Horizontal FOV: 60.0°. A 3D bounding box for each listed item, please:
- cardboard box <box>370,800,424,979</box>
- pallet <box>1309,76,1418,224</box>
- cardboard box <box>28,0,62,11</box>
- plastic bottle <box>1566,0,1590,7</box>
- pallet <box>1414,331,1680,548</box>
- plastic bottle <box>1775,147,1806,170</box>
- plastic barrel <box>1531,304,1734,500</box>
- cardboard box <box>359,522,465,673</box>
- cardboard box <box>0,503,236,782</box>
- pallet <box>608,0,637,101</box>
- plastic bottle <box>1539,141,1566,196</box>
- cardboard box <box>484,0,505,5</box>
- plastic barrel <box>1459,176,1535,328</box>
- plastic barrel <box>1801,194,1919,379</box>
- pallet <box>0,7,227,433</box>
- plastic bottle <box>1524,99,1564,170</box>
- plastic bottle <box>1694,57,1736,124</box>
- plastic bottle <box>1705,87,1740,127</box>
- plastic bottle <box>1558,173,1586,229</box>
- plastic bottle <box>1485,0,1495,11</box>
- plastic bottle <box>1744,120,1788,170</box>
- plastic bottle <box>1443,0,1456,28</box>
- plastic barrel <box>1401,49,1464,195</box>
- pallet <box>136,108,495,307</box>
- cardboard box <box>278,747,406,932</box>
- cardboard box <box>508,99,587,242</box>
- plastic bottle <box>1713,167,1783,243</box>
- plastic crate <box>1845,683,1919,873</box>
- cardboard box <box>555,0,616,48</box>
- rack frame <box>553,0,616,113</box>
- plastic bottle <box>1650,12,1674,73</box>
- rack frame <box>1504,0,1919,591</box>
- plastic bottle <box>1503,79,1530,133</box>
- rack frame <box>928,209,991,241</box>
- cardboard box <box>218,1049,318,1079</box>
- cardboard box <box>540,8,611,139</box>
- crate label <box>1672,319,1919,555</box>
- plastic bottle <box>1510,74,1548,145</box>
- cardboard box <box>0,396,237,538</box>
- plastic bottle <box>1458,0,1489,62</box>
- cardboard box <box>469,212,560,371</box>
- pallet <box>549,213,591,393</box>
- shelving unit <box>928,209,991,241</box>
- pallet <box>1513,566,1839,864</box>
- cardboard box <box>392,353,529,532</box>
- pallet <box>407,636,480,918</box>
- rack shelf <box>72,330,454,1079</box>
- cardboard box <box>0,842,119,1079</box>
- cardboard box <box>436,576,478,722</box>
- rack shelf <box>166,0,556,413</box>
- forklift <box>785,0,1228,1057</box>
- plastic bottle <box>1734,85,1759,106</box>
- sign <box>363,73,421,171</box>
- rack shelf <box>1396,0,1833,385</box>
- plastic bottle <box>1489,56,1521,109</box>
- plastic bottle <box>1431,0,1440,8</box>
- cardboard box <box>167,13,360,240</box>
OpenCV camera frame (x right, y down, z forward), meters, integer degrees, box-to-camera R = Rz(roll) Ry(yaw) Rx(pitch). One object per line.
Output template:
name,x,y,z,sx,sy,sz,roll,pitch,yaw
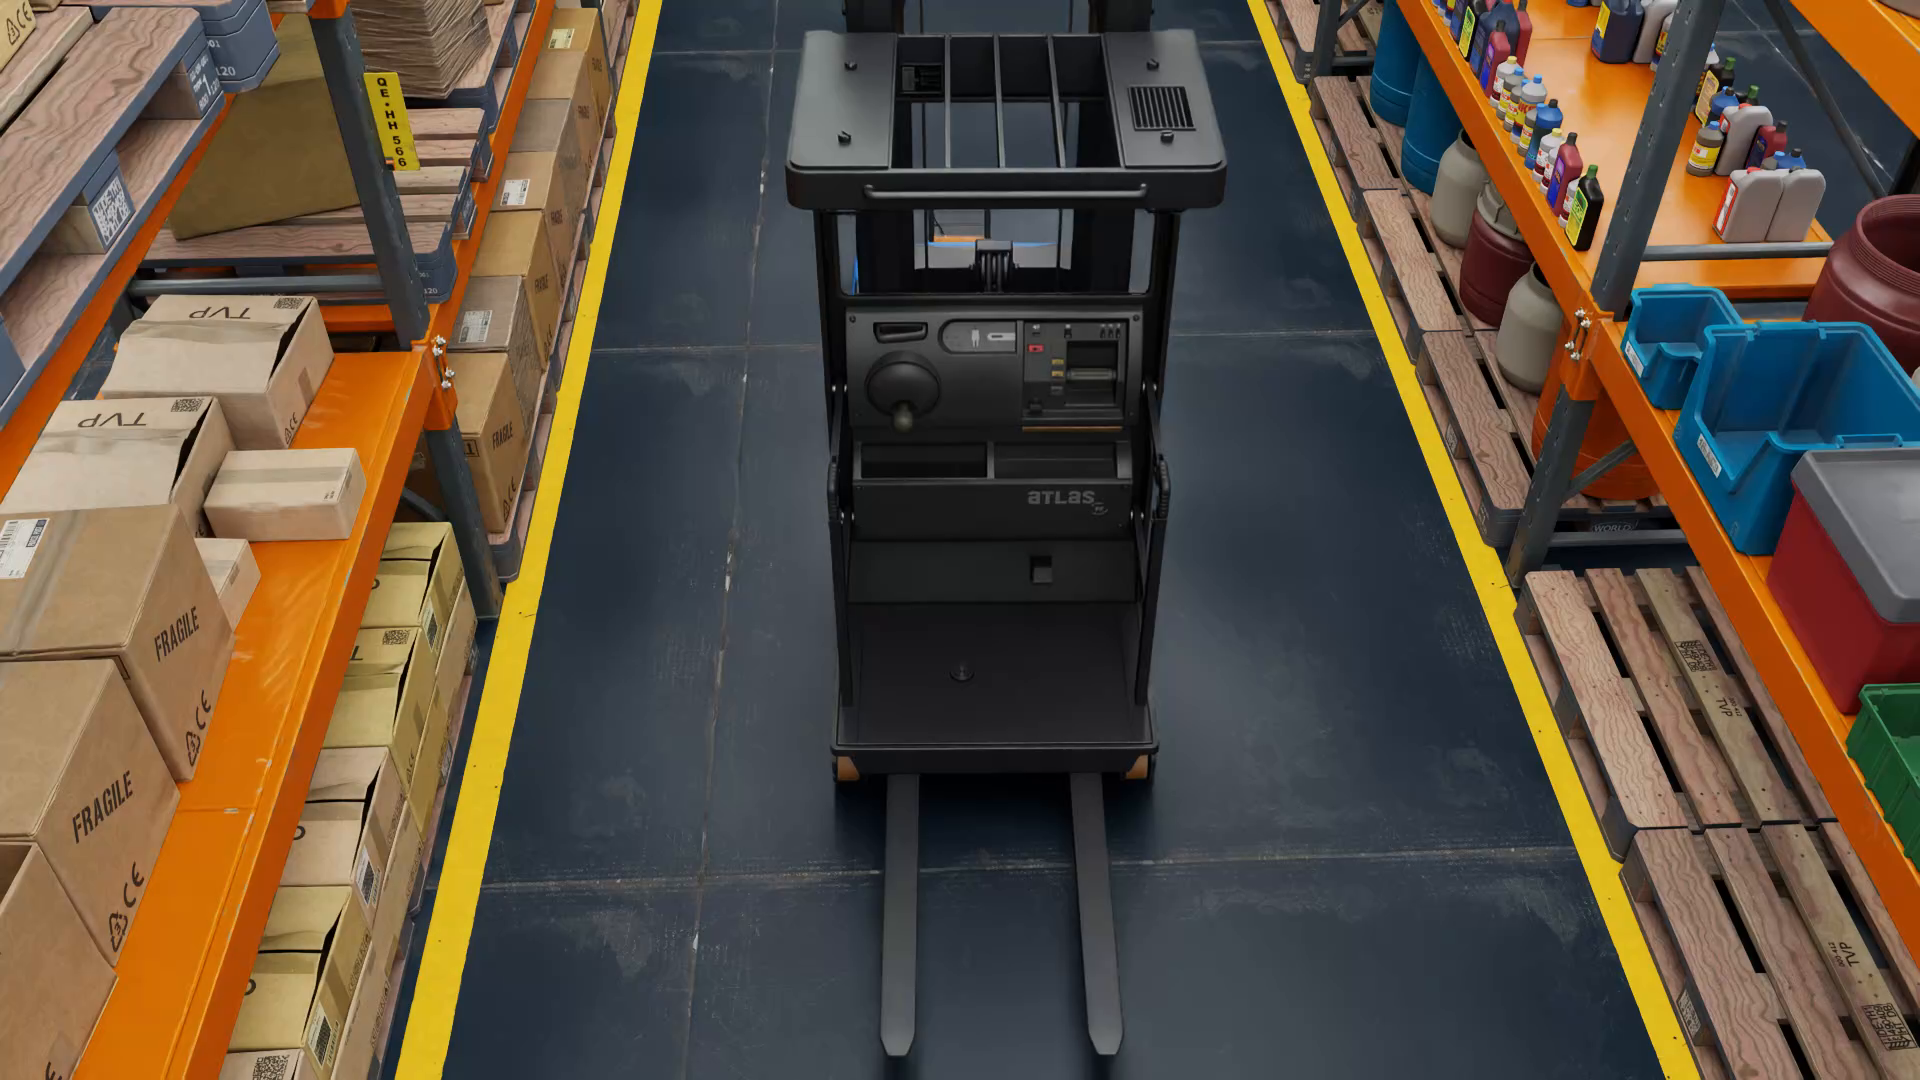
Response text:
cardboard box,-1.970,1.071,5.086,0.500,0.250,0.500,-1,43,-1
pallet,2.490,-2.114,8.900,1.003,0.211,1.213,-2,43,-2
cardboard box,-2.164,-1.371,3.606,0.500,0.250,0.500,-1,43,-1
plastic bottle,2.767,-2.509,7.363,0.097,0.271,0.097,0,43,0
pallet,2.594,-0.467,7.103,1.003,0.211,1.213,-2,43,-2
plastic bottle,2.996,-1.297,6.040,0.097,0.271,0.097,0,43,0
plastic barrel,2.631,-0.648,6.532,0.600,0.830,0.708,-2,43,-2
cardboard box,-2.012,0.175,5.649,0.500,0.311,0.500,-1,43,-1
cardboard box,-2.193,0.272,4.160,0.500,0.500,0.500,-4,43,-4
pallet,-2.478,-2.960,9.823,1.003,0.211,1.213,-2,43,-2
plastic bottle,2.229,-1.385,6.188,0.097,0.201,0.097,0,43,0
cardboard box,-2.313,-2.525,6.900,0.700,0.500,0.500,-12,44,-13
plastic barrel,2.583,-1.322,7.446,0.600,0.588,0.708,-2,43,-2
plastic barrel,2.991,-0.709,5.203,0.600,0.536,0.708,-2,43,-2
pallet,-2.112,-0.650,3.159,1.003,0.211,1.213,0,43,0
plastic bottle,2.221,-1.543,6.308,0.097,0.271,0.097,0,43,0
plastic bottle,2.984,-1.782,6.560,0.061,0.283,0.133,-2,43,-2
plastic bottle,2.915,-1.607,6.379,0.097,0.271,0.097,0,43,0
plastic bottle,2.239,-1.230,6.018,0.097,0.201,0.097,0,43,0
plastic bottle,2.224,-2.170,6.983,0.061,0.283,0.133,-2,43,-2
plastic bottle,3.005,-1.445,6.193,0.061,0.283,0.133,-2,43,-2
plastic bottle,2.169,-2.367,7.207,0.097,0.271,0.097,0,43,0
plastic barrel,2.535,-2.199,8.172,0.600,0.901,0.708,-2,43,-2
pallet,-2.379,-1.209,5.991,1.213,0.211,1.003,-2,43,-2
cardboard box,-1.965,0.866,4.894,0.500,0.311,0.500,-2,43,-2
cardboard box,-2.109,-1.768,7.983,0.500,0.500,0.500,-1,43,-1
plastic bottle,2.821,-1.215,5.947,0.152,0.276,0.135,-2,43,-2
plastic crate,2.483,0.647,3.981,0.450,0.188,0.662,-2,43,-2
cardboard box,-2.252,-2.985,9.451,0.500,0.311,0.500,-2,43,-2
rack frame,-2.450,-3.524,8.375,1.000,3.000,0.127,-2,43,-2
plastic bottle,2.947,-2.076,6.890,0.097,0.271,0.097,0,43,0
rack frame,2.669,-0.963,5.581,1.000,3.000,0.127,-2,43,-2
plastic bottle,2.208,-1.714,6.547,0.097,0.201,0.097,0,43,0
rack frame,-0.002,-0.841,6.780,0.240,1.200,0.006,0,43,0
cardboard box,-1.918,1.555,4.143,0.500,0.311,0.500,-3,43,-3
cardboard box,-2.143,-2.440,8.716,0.500,0.500,0.500,-2,43,-2
crate label,2.441,-0.298,4.829,0.502,0.435,0.616,-2,43,-2
plastic bottle,2.212,-1.674,6.452,0.097,0.271,0.097,0,43,0
cardboard box,-2.436,-0.182,4.794,0.500,0.311,0.500,-2,43,-2
plastic bottle,2.163,-2.168,6.981,0.061,0.283,0.133,-2,43,-2
cardboard box,-2.058,-1.072,7.224,0.500,0.500,0.500,-2,43,-2
pallet,-2.323,-1.123,7.819,1.003,0.211,1.213,-2,43,-2
shelving unit,-0.003,-0.903,6.847,0.258,1.200,0.189,0,43,0
pallet,2.663,0.589,5.952,1.003,0.211,1.213,-2,43,-2
cardboard box,-2.014,-0.380,6.469,0.500,0.500,0.500,0,43,0
pallet,-2.284,0.761,5.764,1.003,0.211,1.213,-2,43,-2
rack shelf,-2.195,0.792,4.199,1.077,0.370,4.000,-2,43,-2
cardboard box,-2.149,0.965,3.403,0.500,0.500,0.500,1,43,1
cardboard box,-2.014,0.383,5.836,0.500,0.250,0.500,-1,43,-1
rack shelf,-2.365,-1.909,7.145,1.077,0.370,4.000,-2,43,-2
forklift,0.111,-0.452,5.074,1.130,2.935,3.031,0,43,0
plastic bottle,2.994,-1.626,6.390,0.061,0.283,0.133,-2,43,-2
sign,-1.726,-1.269,5.057,0.100,0.325,0.005,-2,43,-2
rack shelf,2.584,-2.048,7.297,1.077,0.370,4.000,-2,43,-2
plastic bottle,2.200,-1.845,6.690,0.097,0.201,0.097,0,43,0
plastic bottle,2.187,-2.513,7.364,0.152,0.276,0.135,-2,43,-2
cardboard box,-2.420,-1.437,5.714,0.700,0.500,0.500,-15,45,-16
